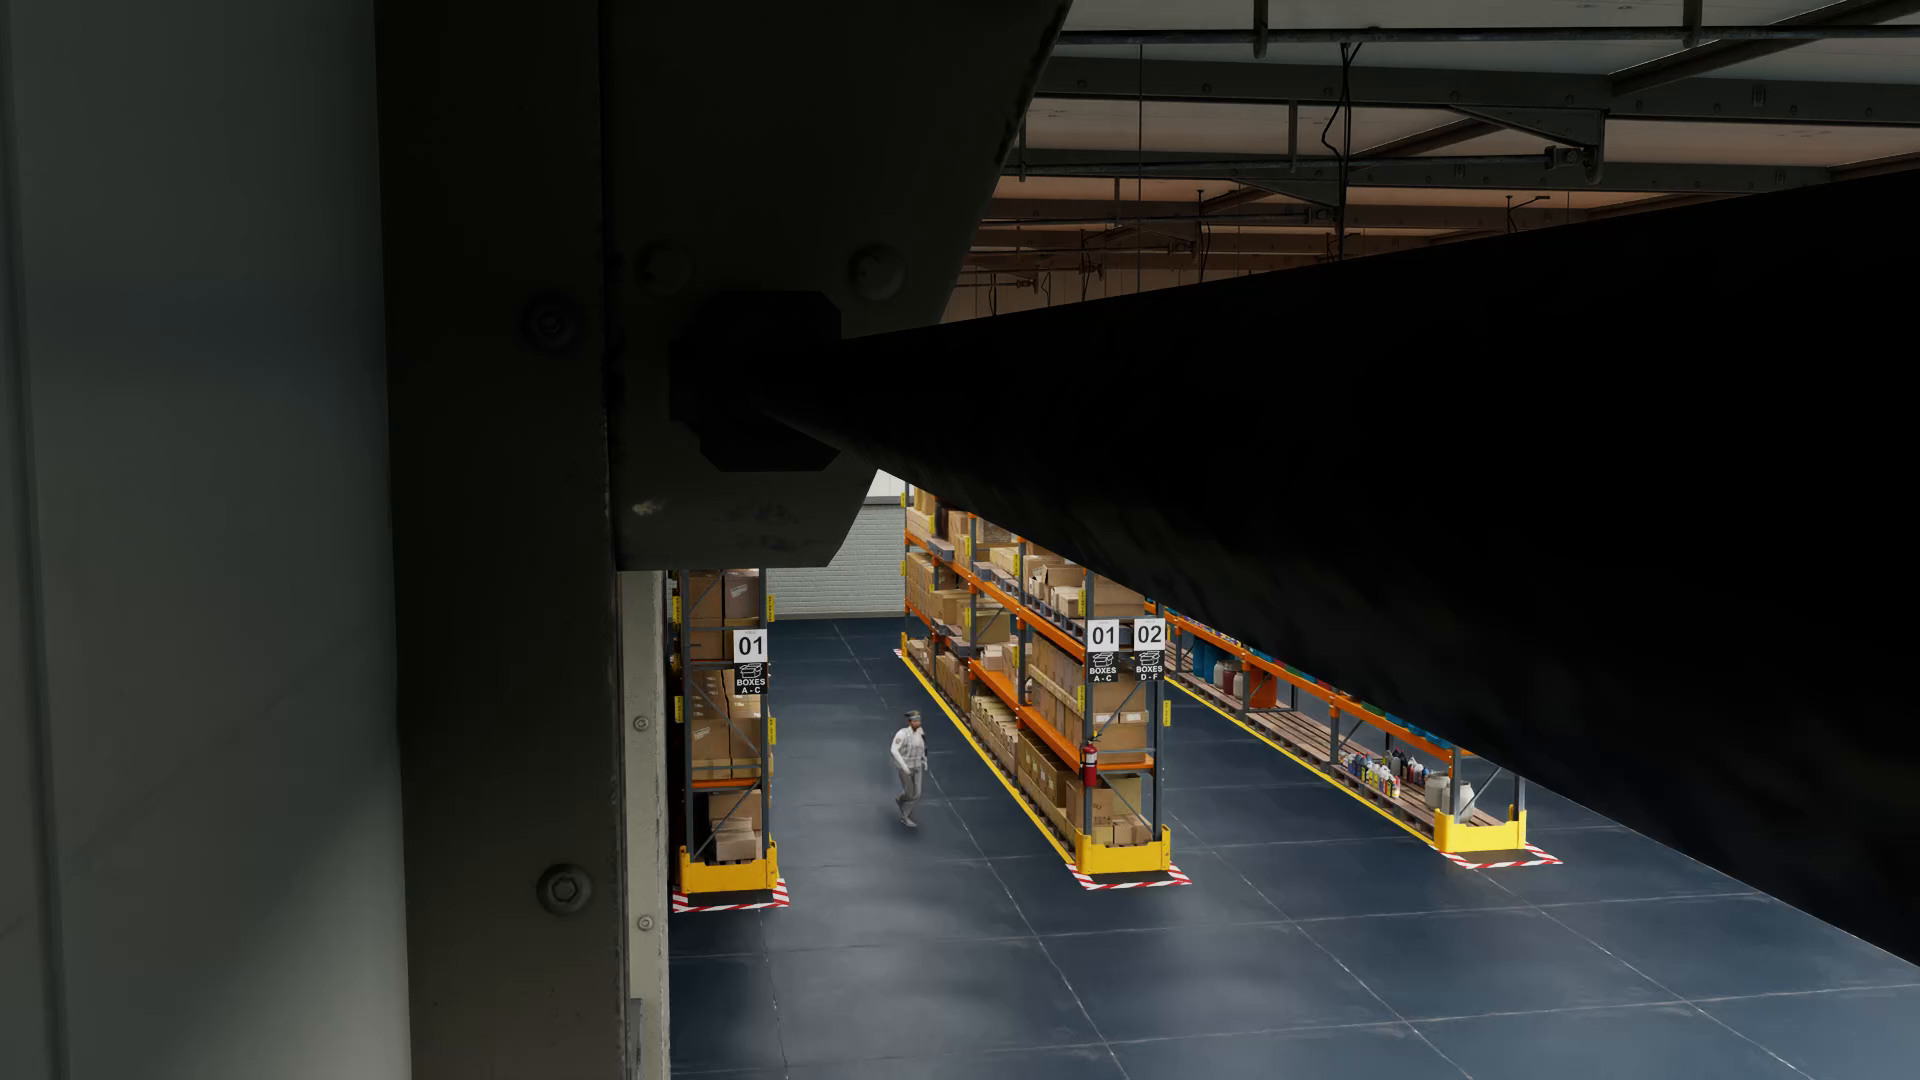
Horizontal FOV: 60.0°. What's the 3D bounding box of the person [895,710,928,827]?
[{"bbox_3d":[-0.725,3.137,23.114,0.446,1.643,0.557,-4,7,-33],"label":"person"}]
